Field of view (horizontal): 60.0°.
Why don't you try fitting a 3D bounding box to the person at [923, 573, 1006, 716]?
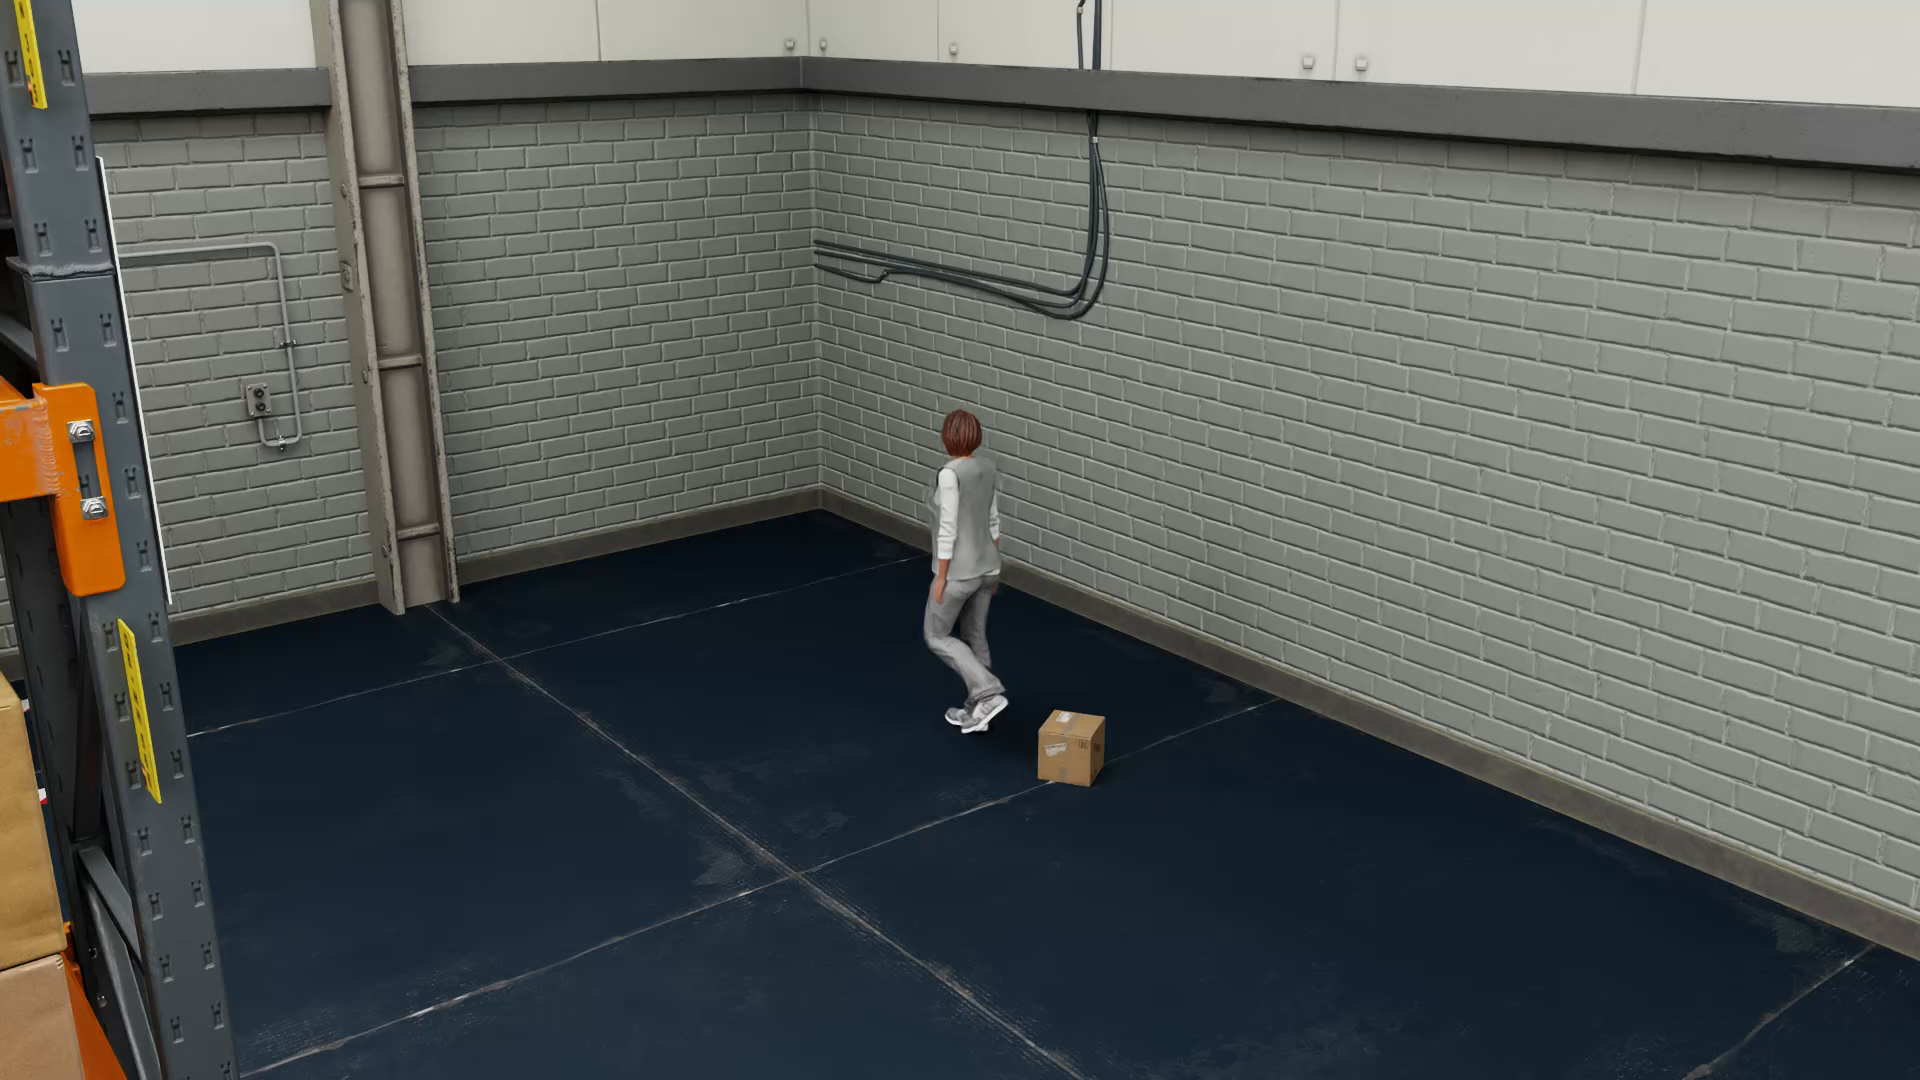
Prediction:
[{"bbox_3d":[0.069,0.455,8.064,0.419,0.883,0.356,15,23,38],"label":"person"}]
